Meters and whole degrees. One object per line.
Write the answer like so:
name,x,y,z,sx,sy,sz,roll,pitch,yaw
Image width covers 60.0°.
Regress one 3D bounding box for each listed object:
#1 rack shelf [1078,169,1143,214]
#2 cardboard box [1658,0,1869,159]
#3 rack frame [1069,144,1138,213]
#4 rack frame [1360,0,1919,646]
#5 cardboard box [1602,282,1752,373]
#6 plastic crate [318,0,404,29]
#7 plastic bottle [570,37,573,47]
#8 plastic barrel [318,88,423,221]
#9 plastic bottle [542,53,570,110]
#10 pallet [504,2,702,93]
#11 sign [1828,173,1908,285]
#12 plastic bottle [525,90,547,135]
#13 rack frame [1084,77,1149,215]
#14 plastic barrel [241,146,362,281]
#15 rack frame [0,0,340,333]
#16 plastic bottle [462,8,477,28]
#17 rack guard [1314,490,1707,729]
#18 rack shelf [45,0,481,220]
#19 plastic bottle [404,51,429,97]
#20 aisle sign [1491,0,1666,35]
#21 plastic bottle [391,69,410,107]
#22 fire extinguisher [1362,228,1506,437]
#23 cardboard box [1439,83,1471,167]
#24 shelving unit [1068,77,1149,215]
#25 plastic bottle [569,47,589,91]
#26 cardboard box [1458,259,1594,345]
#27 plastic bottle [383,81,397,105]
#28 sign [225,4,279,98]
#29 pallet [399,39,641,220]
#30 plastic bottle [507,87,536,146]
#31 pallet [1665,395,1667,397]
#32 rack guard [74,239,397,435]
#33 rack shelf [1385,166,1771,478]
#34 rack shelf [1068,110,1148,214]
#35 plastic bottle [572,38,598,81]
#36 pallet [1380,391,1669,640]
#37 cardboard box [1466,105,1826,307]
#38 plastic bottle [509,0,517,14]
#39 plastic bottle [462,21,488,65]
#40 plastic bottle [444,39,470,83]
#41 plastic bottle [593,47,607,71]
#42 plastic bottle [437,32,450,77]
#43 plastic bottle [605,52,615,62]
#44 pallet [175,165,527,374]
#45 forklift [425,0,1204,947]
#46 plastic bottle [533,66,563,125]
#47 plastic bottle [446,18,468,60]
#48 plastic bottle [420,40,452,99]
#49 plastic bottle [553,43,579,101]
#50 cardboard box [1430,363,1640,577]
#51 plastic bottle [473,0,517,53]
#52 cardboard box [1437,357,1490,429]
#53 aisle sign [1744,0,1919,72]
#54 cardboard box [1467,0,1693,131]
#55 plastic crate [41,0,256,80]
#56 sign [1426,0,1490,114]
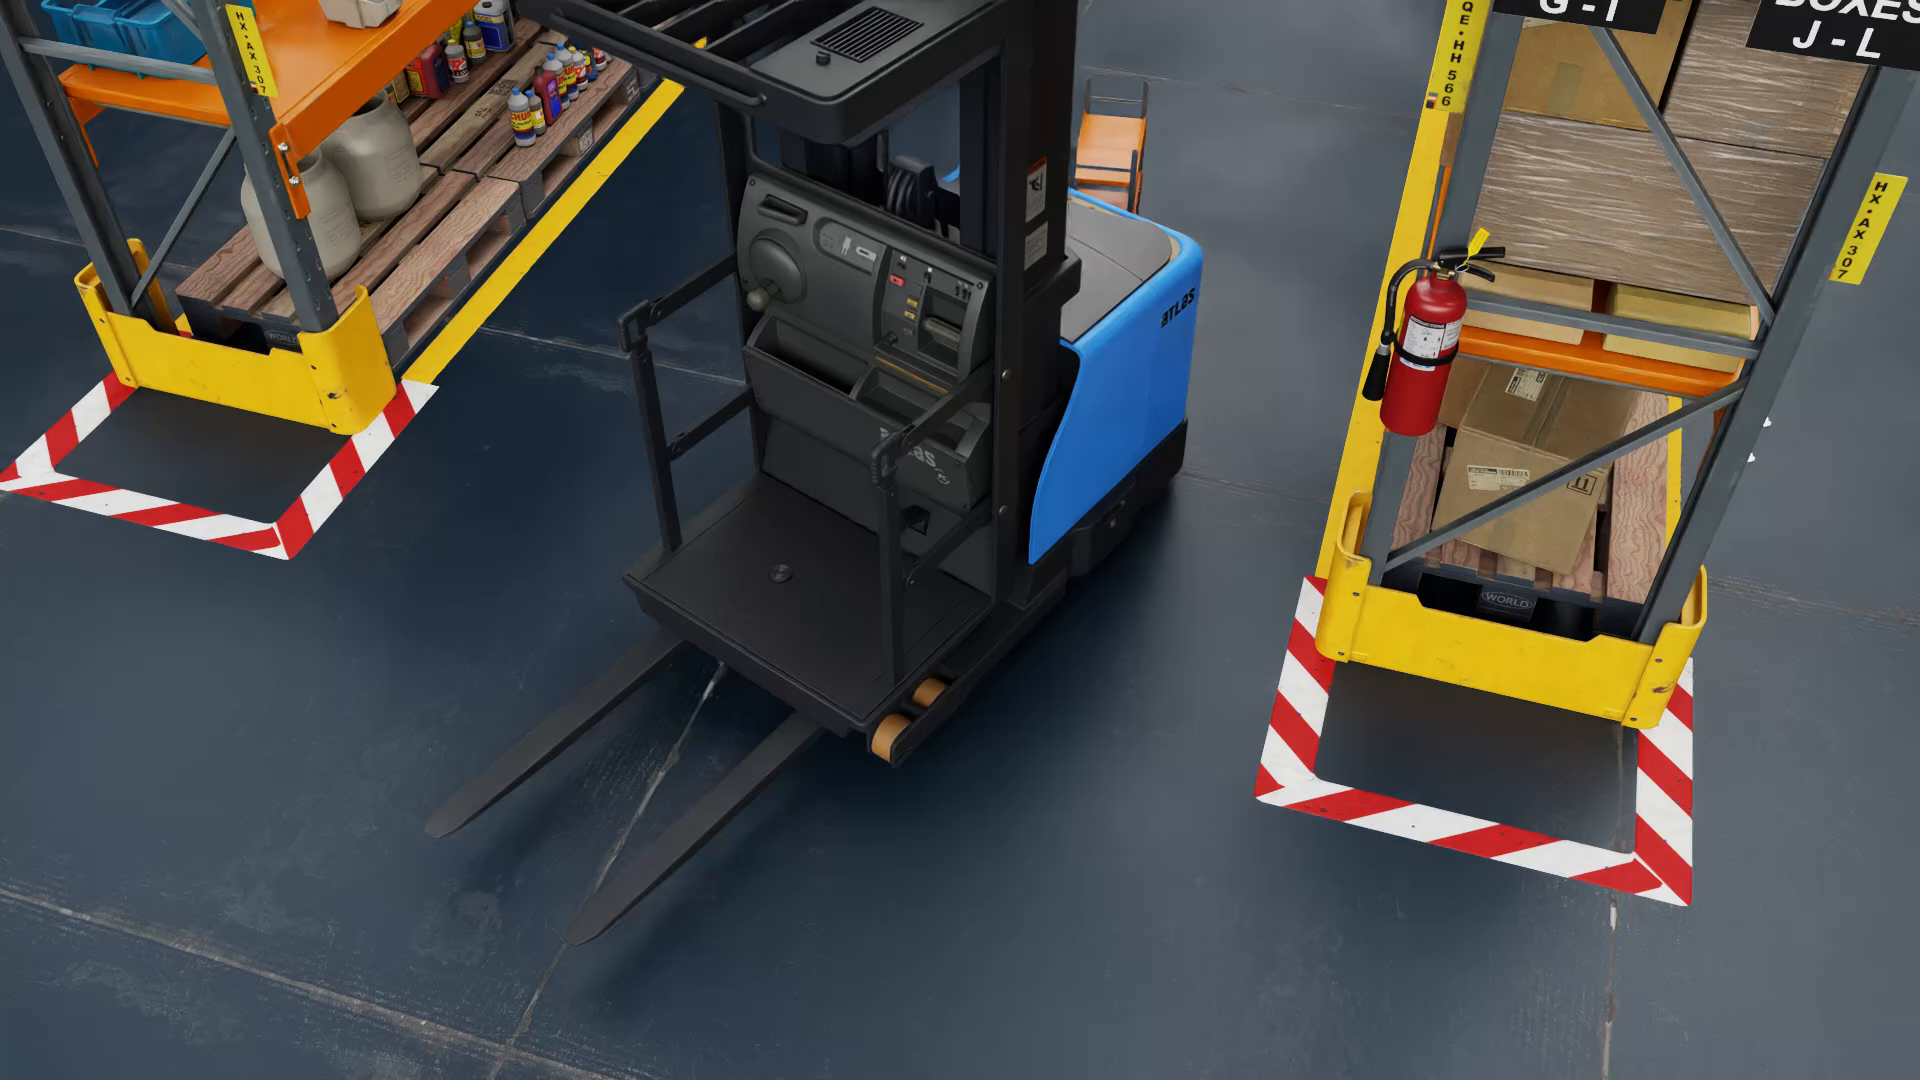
rack shelf,0.560,-1.259,6.455,0.258,0.148,0.480,7,45,7
cardboard box,2.248,-1.419,4.556,0.500,0.500,0.500,13,46,13
rack frame,0.520,-0.979,6.393,0.240,1.200,0.015,7,45,7
rack frame,1.822,-0.611,4.729,1.000,3.000,0.127,13,46,13
cardboard box,2.136,-0.660,4.960,0.380,0.149,0.250,13,46,13
plastic crate,-2.321,-2.094,6.433,0.298,0.136,0.250,13,46,13
plastic bottle,-1.918,-2.593,8.383,0.061,0.283,0.133,13,46,13
plastic barrel,-2.620,-1.709,7.331,0.421,0.512,0.421,0,44,0
plastic bottle,-1.948,-2.213,8.003,0.097,0.271,0.097,0,44,0
pallet,-1.930,-2.890,9.053,1.003,0.211,1.213,13,46,13
sign,2.339,-0.805,4.309,0.100,0.325,0.005,13,46,13
plastic bottle,-2.021,-2.028,7.864,0.097,0.201,0.097,0,44,0
rack frame,0.599,-1.316,6.737,0.240,1.200,0.015,7,45,7
plastic barrel,-2.772,-1.375,6.989,0.421,0.512,0.421,0,44,0
rack frame,-2.898,-1.660,5.801,1.000,3.000,0.127,13,46,13
plastic bottle,-2.513,-2.677,8.420,0.144,0.351,0.185,12,46,12
rack guard,1.845,0.232,5.655,1.175,0.500,0.348,13,46,13
rack shelf,-2.293,-2.736,7.415,1.077,0.370,4.000,13,46,13
plastic bottle,-2.657,-2.323,8.112,0.152,0.276,0.135,13,46,13
aisle sign,1.517,-1.562,3.843,0.394,0.787,0.004,13,46,13
plastic bottle,-2.742,-2.245,8.027,0.061,0.283,0.133,14,46,13
fire extinguisher,1.348,-0.604,4.778,0.296,0.674,0.183,13,46,13
cardboard box,2.052,-1.472,5.325,0.875,0.500,0.500,13,46,13
shelving unit,0.560,-1.147,6.565,0.258,1.200,0.503,7,45,7
plastic bottle,-1.888,-2.320,8.163,0.097,0.201,0.097,0,44,0
cardboard box,1.712,-0.754,5.056,0.380,0.149,0.250,13,46,13
plastic bottle,-2.760,-2.134,7.972,0.097,0.201,0.097,0,44,0
sign,-2.375,-1.639,5.582,0.100,0.325,0.005,13,46,13
pallet,-2.298,-2.074,8.219,1.003,0.211,1.213,13,46,13
plastic bottle,-2.052,-1.984,7.769,0.097,0.271,0.097,0,44,0
pallet,2.496,-1.009,7.130,1.003,0.211,1.213,13,46,13
rack guard,-2.920,-0.827,6.737,1.175,0.500,0.348,13,46,13
rack shelf,2.428,-1.687,6.343,1.077,0.370,4.000,13,46,13
rack shelf,0.560,-1.428,6.290,0.258,0.148,0.480,7,45,7
plastic bottle,-1.857,-2.414,8.209,0.097,0.271,0.097,0,44,0
pallet,2.125,-0.199,6.302,1.003,0.211,1.213,13,46,13
cardboard box,2.015,-1.113,4.959,0.875,0.500,0.500,13,46,13
plastic bottle,-2.384,-2.960,8.710,0.144,0.351,0.185,11,45,11
plastic bottle,-2.441,-2.503,8.350,0.097,0.201,0.097,0,44,0
plastic bottle,-2.491,-2.374,8.218,0.097,0.201,0.097,0,44,0
plastic bottle,-1.826,-2.457,8.303,0.097,0.201,0.097,0,44,0
plastic bottle,-2.615,-2.415,8.206,0.152,0.276,0.135,11,46,11
plastic bottle,-1.816,-2.569,8.363,0.152,0.276,0.135,13,46,13
pallet,-2.669,-1.264,7.391,1.003,0.211,1.213,13,46,13
forklift,-0.434,-0.707,4.877,1.130,2.935,3.031,28,51,26
plastic bottle,-1.966,-2.136,7.915,0.061,0.283,0.133,13,46,13
plastic bottle,-2.569,-2.553,8.294,0.144,0.351,0.185,14,46,14
plastic bottle,-2.556,-2.303,8.086,0.061,0.283,0.133,13,46,13
plastic bottle,-1.918,-2.279,8.071,0.097,0.271,0.097,0,44,0
cardboard box,2.027,-0.280,5.878,0.500,0.500,0.500,21,48,20
plastic bottle,-2.364,-2.636,8.432,0.152,0.276,0.135,13,46,13
cardboard box,2.176,-0.686,6.293,0.500,0.500,0.500,24,49,23
aisle sign,2.089,-1.435,3.713,0.394,0.787,0.004,13,46,13
cardboard box,1.753,-1.529,4.669,0.500,0.500,0.500,13,46,13
plastic crate,-3.032,-2.003,6.259,0.499,0.251,0.616,13,46,13
sign,1.299,-1.268,4.348,0.100,0.325,0.005,13,46,13
